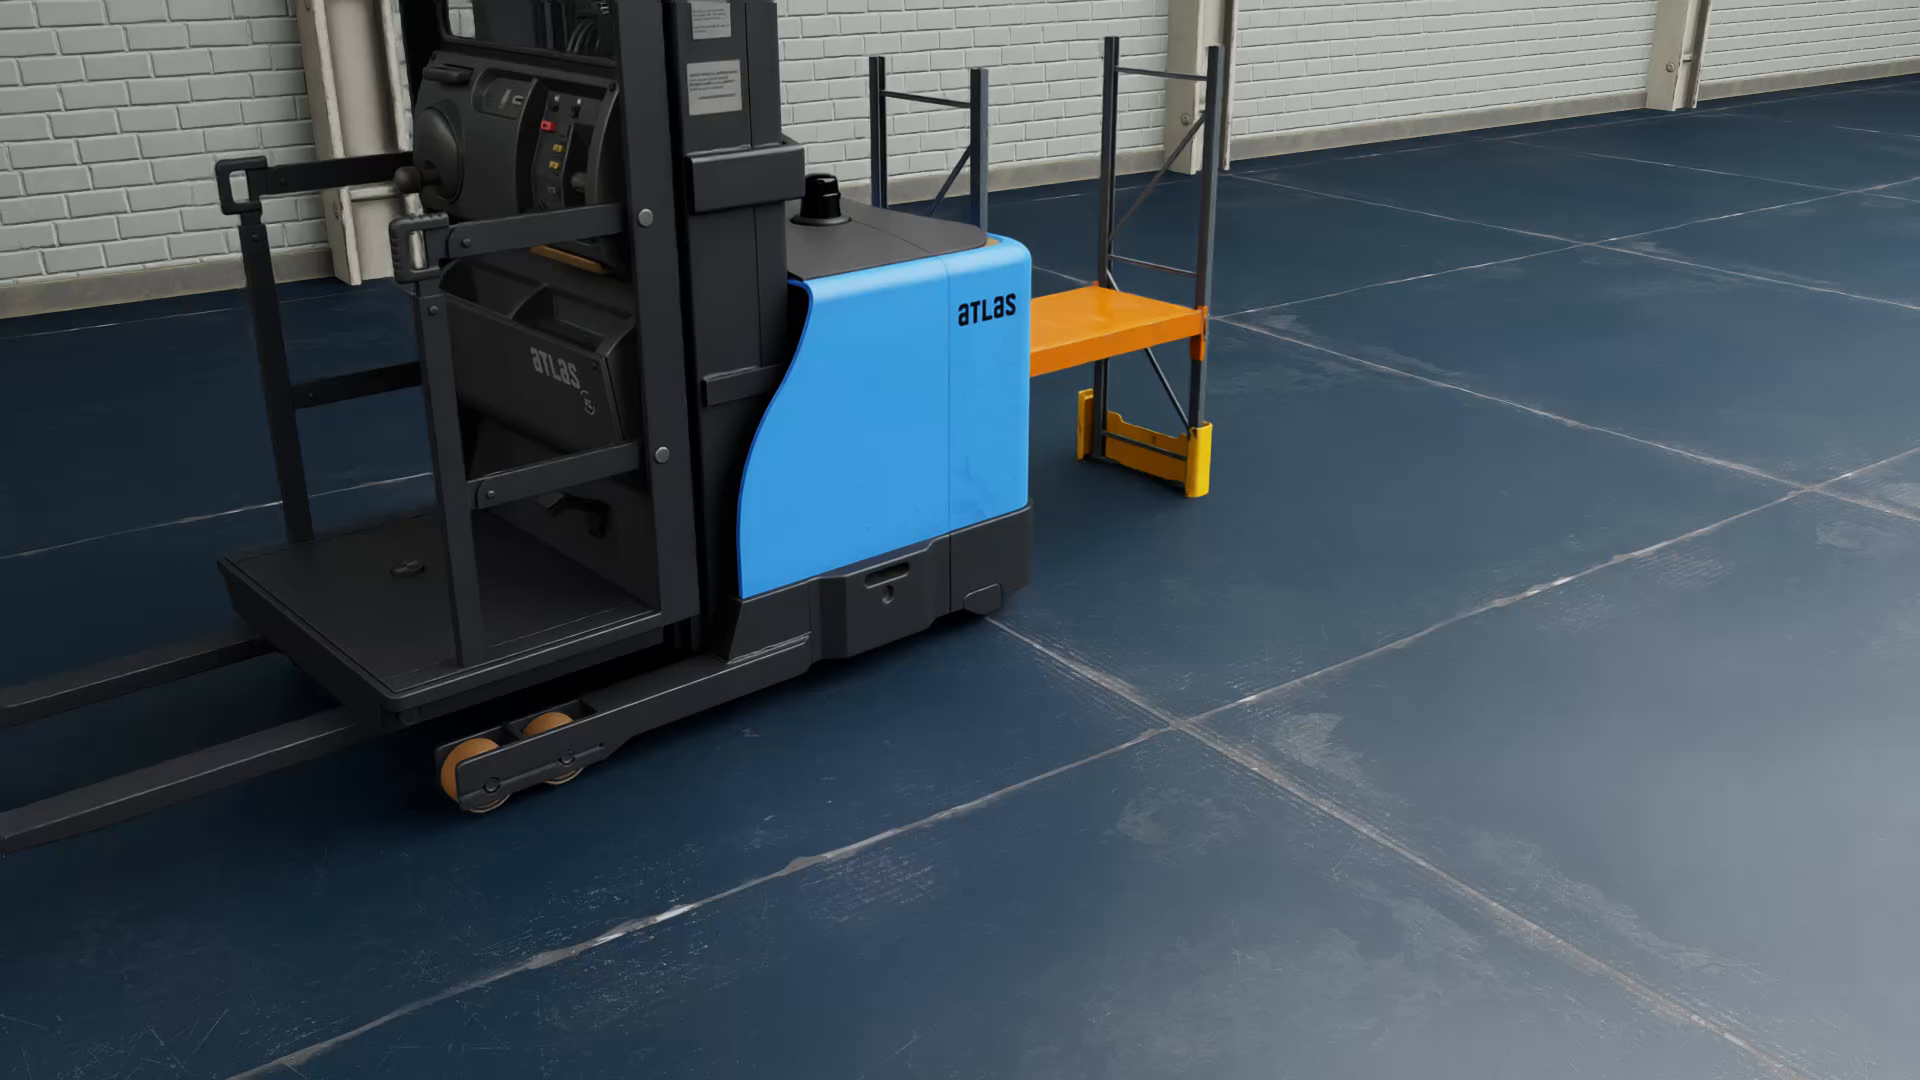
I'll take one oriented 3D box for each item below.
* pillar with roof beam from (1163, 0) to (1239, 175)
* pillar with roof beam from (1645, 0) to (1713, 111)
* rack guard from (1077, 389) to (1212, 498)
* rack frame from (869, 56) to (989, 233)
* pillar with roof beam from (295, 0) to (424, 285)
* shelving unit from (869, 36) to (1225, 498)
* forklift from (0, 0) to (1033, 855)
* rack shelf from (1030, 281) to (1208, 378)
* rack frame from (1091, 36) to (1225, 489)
[{"bbox_3d":[4.249,-5.612,7.320,0.400,9.000,9.100,-15,26,-33],"label":"pillar with roof beam"},{"bbox_3d":[9.119,-6.911,10.574,0.400,9.000,9.100,-15,26,-33],"label":"pillar with roof beam"},{"bbox_3d":[0.650,-0.352,5.941,0.087,0.250,0.587,-18,28,-38],"label":"rack guard"},{"bbox_3d":[-0.097,-0.687,5.095,0.032,1.500,0.500,-18,28,-38],"label":"rack frame"},{"bbox_3d":[-0.622,-4.314,4.065,0.400,9.000,9.100,-15,26,-33],"label":"pillar with roof beam"},{"bbox_3d":[0.277,-0.810,5.402,1.083,1.500,0.587,-18,28,-38],"label":"shelving unit"},{"bbox_3d":[-1.225,-0.953,3.831,3.031,2.935,1.130,-18,28,-38],"label":"forklift"},{"bbox_3d":[0.284,-0.645,5.475,1.000,0.185,0.538,-18,28,-38],"label":"rack shelf"},{"bbox_3d":[0.664,-0.937,5.721,0.032,1.500,0.500,-18,28,-38],"label":"rack frame"}]
